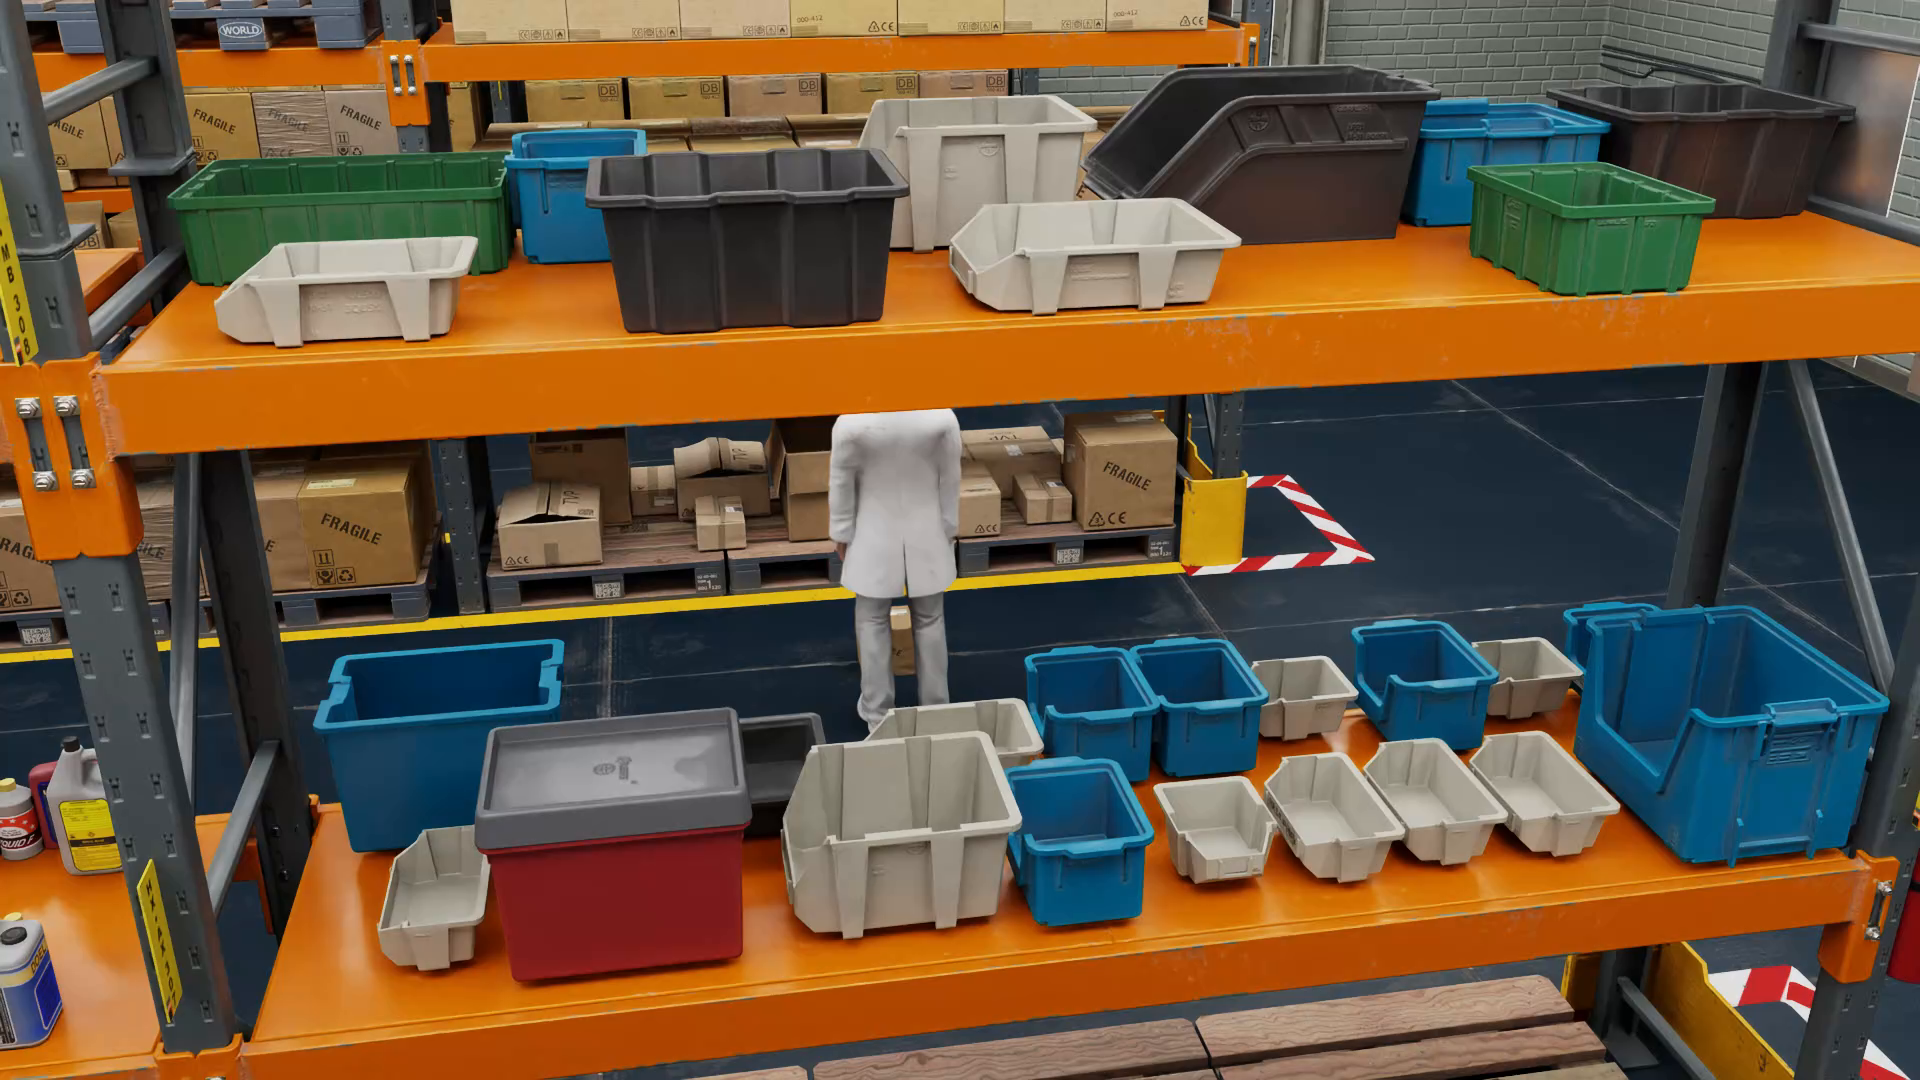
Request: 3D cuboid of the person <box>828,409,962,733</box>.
[{"bbox_3d":[-0.281,-0.009,7.148,0.562,1.774,0.377,-4,23,-9],"label":"person"}]
